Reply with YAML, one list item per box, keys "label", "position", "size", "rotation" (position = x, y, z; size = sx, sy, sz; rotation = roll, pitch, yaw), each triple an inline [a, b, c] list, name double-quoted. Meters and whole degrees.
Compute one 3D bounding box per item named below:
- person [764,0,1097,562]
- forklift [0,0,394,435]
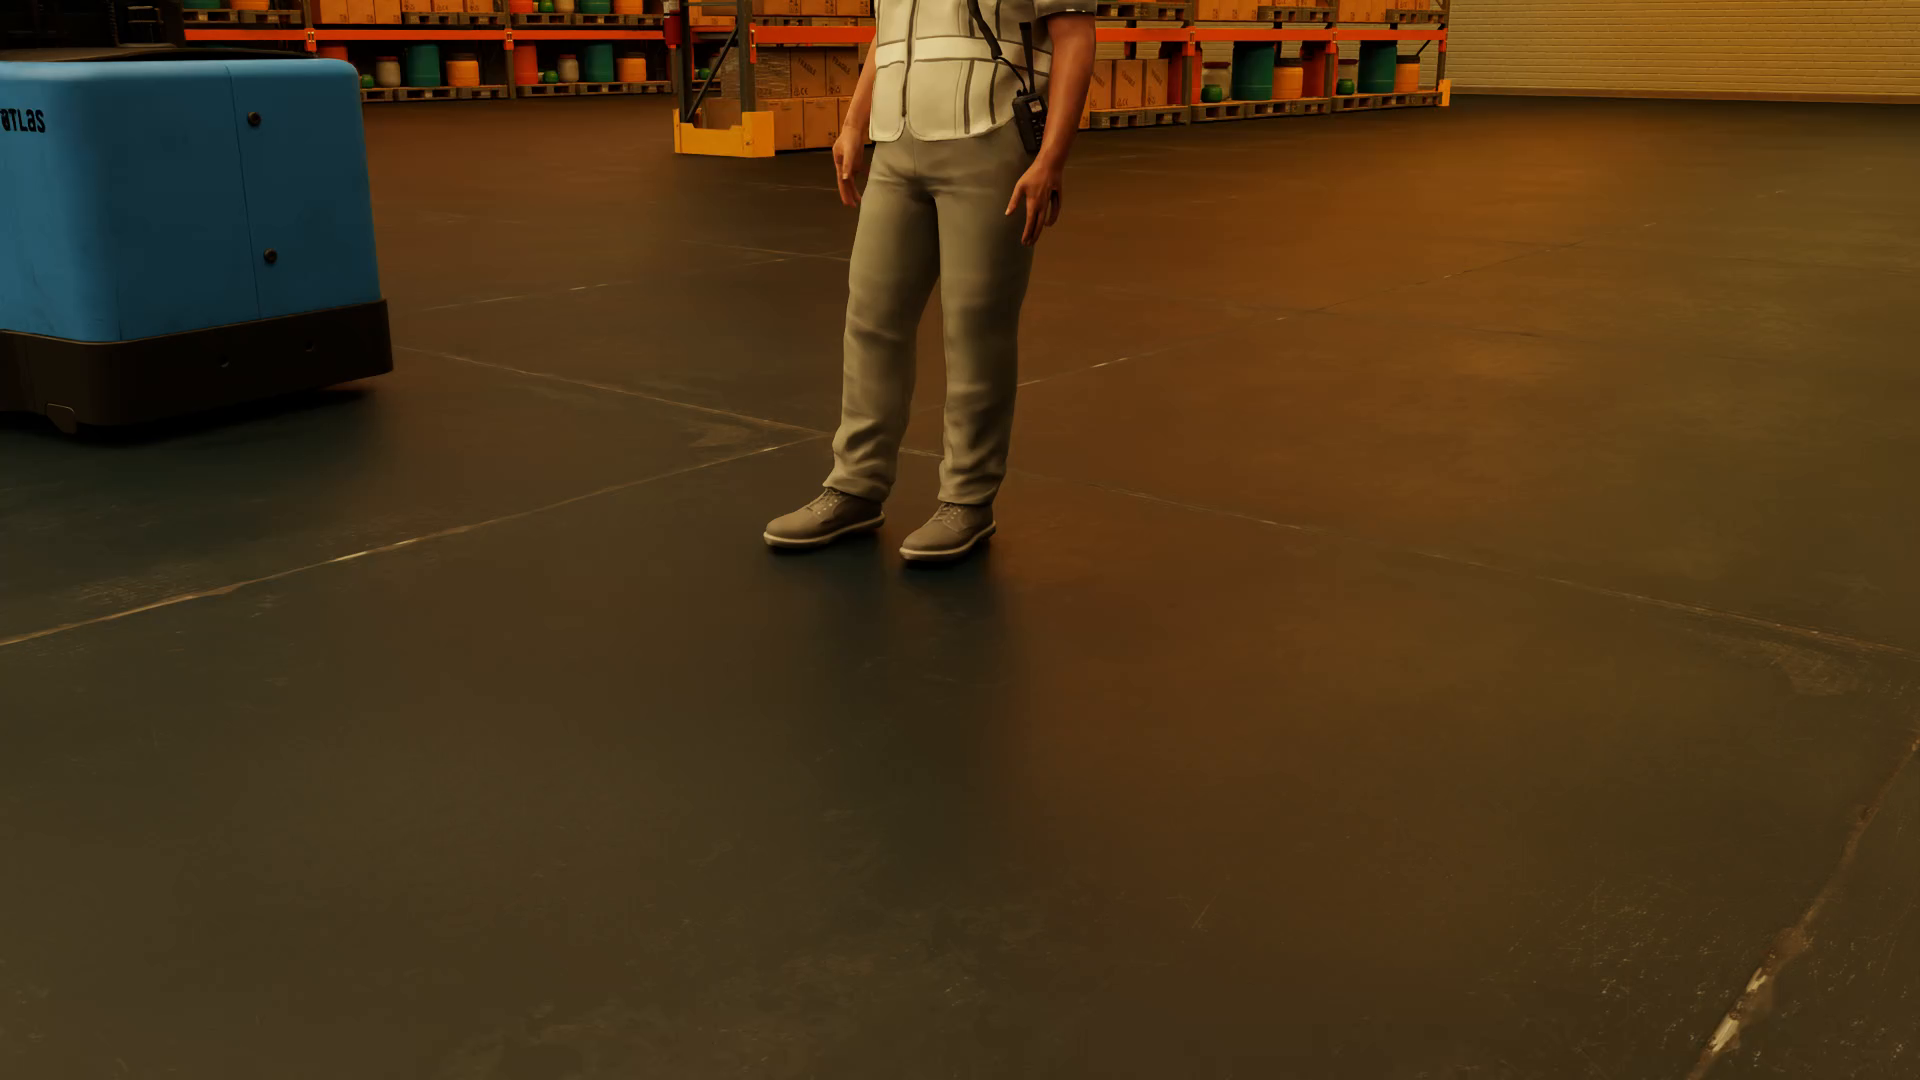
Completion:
- label: "person"
  position: [-0.059, -0.844, 3.631]
  size: [0.640, 1.781, 0.575]
  rotation: [13, 21, 37]
- label: "forklift"
  position: [-3.419, -2.010, 5.516]
  size: [3.031, 2.935, 1.130]
  rotation: [10, 20, 30]
